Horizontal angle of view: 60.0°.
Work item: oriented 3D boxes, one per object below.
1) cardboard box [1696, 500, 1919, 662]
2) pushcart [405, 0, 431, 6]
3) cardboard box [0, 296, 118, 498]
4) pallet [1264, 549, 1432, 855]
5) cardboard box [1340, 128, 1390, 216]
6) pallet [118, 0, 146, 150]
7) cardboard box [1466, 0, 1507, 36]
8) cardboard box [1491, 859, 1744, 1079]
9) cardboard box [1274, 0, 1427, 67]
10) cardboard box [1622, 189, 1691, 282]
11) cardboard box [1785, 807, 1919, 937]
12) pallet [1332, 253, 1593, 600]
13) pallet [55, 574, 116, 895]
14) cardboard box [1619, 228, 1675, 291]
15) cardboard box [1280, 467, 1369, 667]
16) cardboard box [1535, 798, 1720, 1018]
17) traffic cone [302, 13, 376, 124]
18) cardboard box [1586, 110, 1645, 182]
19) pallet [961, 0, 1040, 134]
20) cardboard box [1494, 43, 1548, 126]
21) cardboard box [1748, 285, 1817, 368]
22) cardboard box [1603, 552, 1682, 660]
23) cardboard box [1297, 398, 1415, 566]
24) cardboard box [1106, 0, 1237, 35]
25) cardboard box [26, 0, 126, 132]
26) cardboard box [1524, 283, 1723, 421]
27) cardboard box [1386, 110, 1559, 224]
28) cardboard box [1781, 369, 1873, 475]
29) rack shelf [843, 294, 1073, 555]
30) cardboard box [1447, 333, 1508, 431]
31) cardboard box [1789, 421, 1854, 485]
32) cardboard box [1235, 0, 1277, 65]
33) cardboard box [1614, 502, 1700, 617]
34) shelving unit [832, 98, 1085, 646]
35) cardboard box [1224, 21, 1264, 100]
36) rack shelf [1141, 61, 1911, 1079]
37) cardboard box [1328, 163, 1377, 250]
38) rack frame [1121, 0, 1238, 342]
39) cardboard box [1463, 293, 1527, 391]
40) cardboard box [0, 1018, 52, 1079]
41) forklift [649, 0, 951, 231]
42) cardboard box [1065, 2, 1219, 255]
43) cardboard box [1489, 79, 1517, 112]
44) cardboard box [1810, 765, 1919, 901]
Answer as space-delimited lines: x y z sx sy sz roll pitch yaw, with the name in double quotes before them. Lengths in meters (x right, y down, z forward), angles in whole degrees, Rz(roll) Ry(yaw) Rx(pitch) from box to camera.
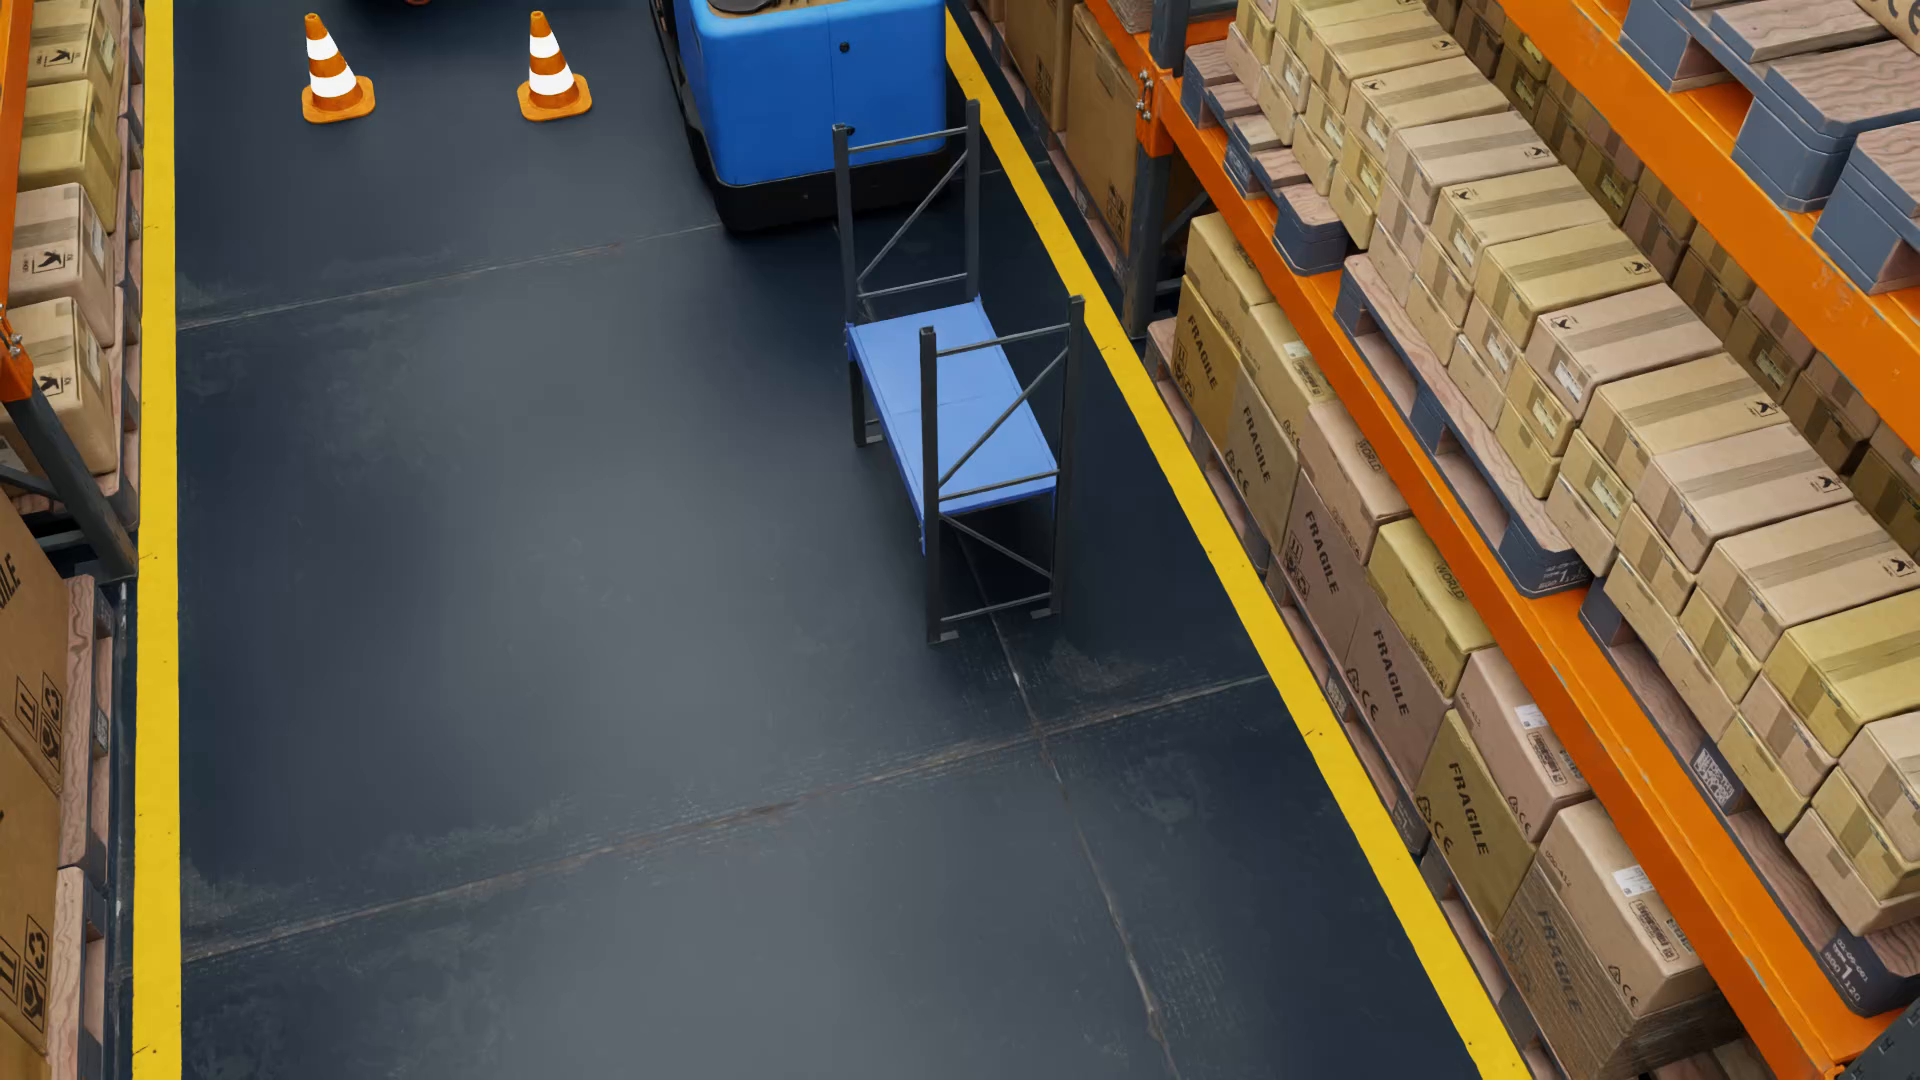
"cardboard box" 1.897 0.090 3.713 0.380 0.149 0.250 -15 51 -12
"pushcart" -2.544 -3.387 8.858 1.648 0.377 0.936 -30 56 -23
"cardboard box" -3.682 -0.462 6.121 0.950 0.372 0.625 -16 52 -13
"pallet" 1.761 0.408 5.768 1.003 0.211 1.213 -13 51 -11
"cardboard box" 1.365 -1.127 4.934 0.380 0.149 0.250 -13 51 -11
"pallet" -4.475 -2.213 7.977 1.003 0.211 1.213 -13 51 -11
"cardboard box" 1.830 -1.759 5.272 0.380 0.149 0.250 -14 51 -11
"cardboard box" 1.898 1.157 4.673 0.500 0.500 0.500 -14 51 -12
"cardboard box" 1.208 -1.621 5.155 0.380 0.149 0.250 -15 51 -12
"cardboard box" 2.139 -0.902 4.744 0.380 0.149 0.250 -12 51 -10
"cardboard box" 2.051 0.670 3.613 0.380 0.149 0.250 -14 51 -12
"pallet" 1.799 -0.453 4.796 1.003 0.211 1.213 -13 51 -11
"pallet" -3.363 0.733 5.494 1.003 0.211 1.213 -13 51 -11
"cardboard box" 2.134 -0.812 4.862 0.380 0.149 0.250 -12 51 -10
"cardboard box" 1.448 0.033 5.620 0.500 0.500 0.500 -14 51 -12
"cardboard box" 1.896 0.912 4.389 0.500 0.250 0.500 -15 51 -12
"traffic cone" -3.003 -2.273 7.864 0.336 0.463 0.334 -13 51 -11
"cardboard box" 2.055 -1.197 4.797 0.380 0.149 0.250 -13 51 -11
"pallet" 0.656 -2.535 8.249 1.003 0.211 1.213 -13 51 -11
"cardboard box" 1.916 -1.458 5.212 0.380 0.149 0.250 -12 51 -10
"cardboard box" 2.297 -0.612 4.305 0.380 0.149 0.250 -12 51 -10
"cardboard box" 1.828 0.115 4.081 0.380 0.149 0.250 -16 52 -13
"cardboard box" 1.431 -0.230 5.352 0.500 0.250 0.500 -13 51 -11
"cardboard box" 0.785 -2.252 6.121 0.500 0.500 0.500 -13 51 -11
"cardboard box" -4.334 -2.062 7.470 0.950 0.372 0.625 -10 51 -9
"cardboard box" 1.668 -0.477 4.191 0.380 0.149 0.250 -15 52 -13
"cardboard box" 1.436 -1.050 4.674 0.380 0.149 0.250 -11 51 -9
"cardboard box" 2.366 -0.336 4.266 0.380 0.149 0.250 -11 51 -10
"rack shelf" -0.025 -0.430 5.867 0.538 0.185 1.000 -13 51 -11
"cardboard box" 1.584 -0.475 4.578 0.380 0.149 0.250 -15 51 -12
"cardboard box" 2.374 -0.230 4.372 0.380 0.149 0.250 -15 52 -13
"cardboard box" 1.126 -1.703 5.419 0.380 0.149 0.250 -11 51 -9
"cardboard box" 1.816 0.001 3.982 0.380 0.149 0.250 -15 51 -12
"shelving unit" -0.025 -0.546 5.729 0.538 1.500 1.048 -13 51 -11
"cardboard box" 1.114 -1.633 5.555 0.380 0.149 0.250 -14 51 -11
"rack shelf" 1.766 -0.259 4.977 1.077 0.370 4.000 -13 51 -11
"cardboard box" 1.355 -1.044 5.058 0.380 0.149 0.250 -11 51 -9
"rack frame" 1.175 -1.952 5.933 1.000 3.000 0.127 -13 51 -11
"cardboard box" 1.591 -0.567 4.461 0.380 0.149 0.250 -12 51 -10
"cardboard box" -2.876 1.620 4.038 0.875 0.875 0.875 -12 51 -10
"forklift" -0.938 -3.458 7.248 1.130 2.935 3.031 -12 51 -10
"cardboard box" 1.080 -1.827 7.025 1.050 0.750 0.750 -14 51 -11
"cardboard box" 1.908 -1.380 5.341 0.380 0.149 0.250 -13 51 -10
"cardboard box" 2.051 0.574 3.500 0.380 0.149 0.250 -12 51 -10
